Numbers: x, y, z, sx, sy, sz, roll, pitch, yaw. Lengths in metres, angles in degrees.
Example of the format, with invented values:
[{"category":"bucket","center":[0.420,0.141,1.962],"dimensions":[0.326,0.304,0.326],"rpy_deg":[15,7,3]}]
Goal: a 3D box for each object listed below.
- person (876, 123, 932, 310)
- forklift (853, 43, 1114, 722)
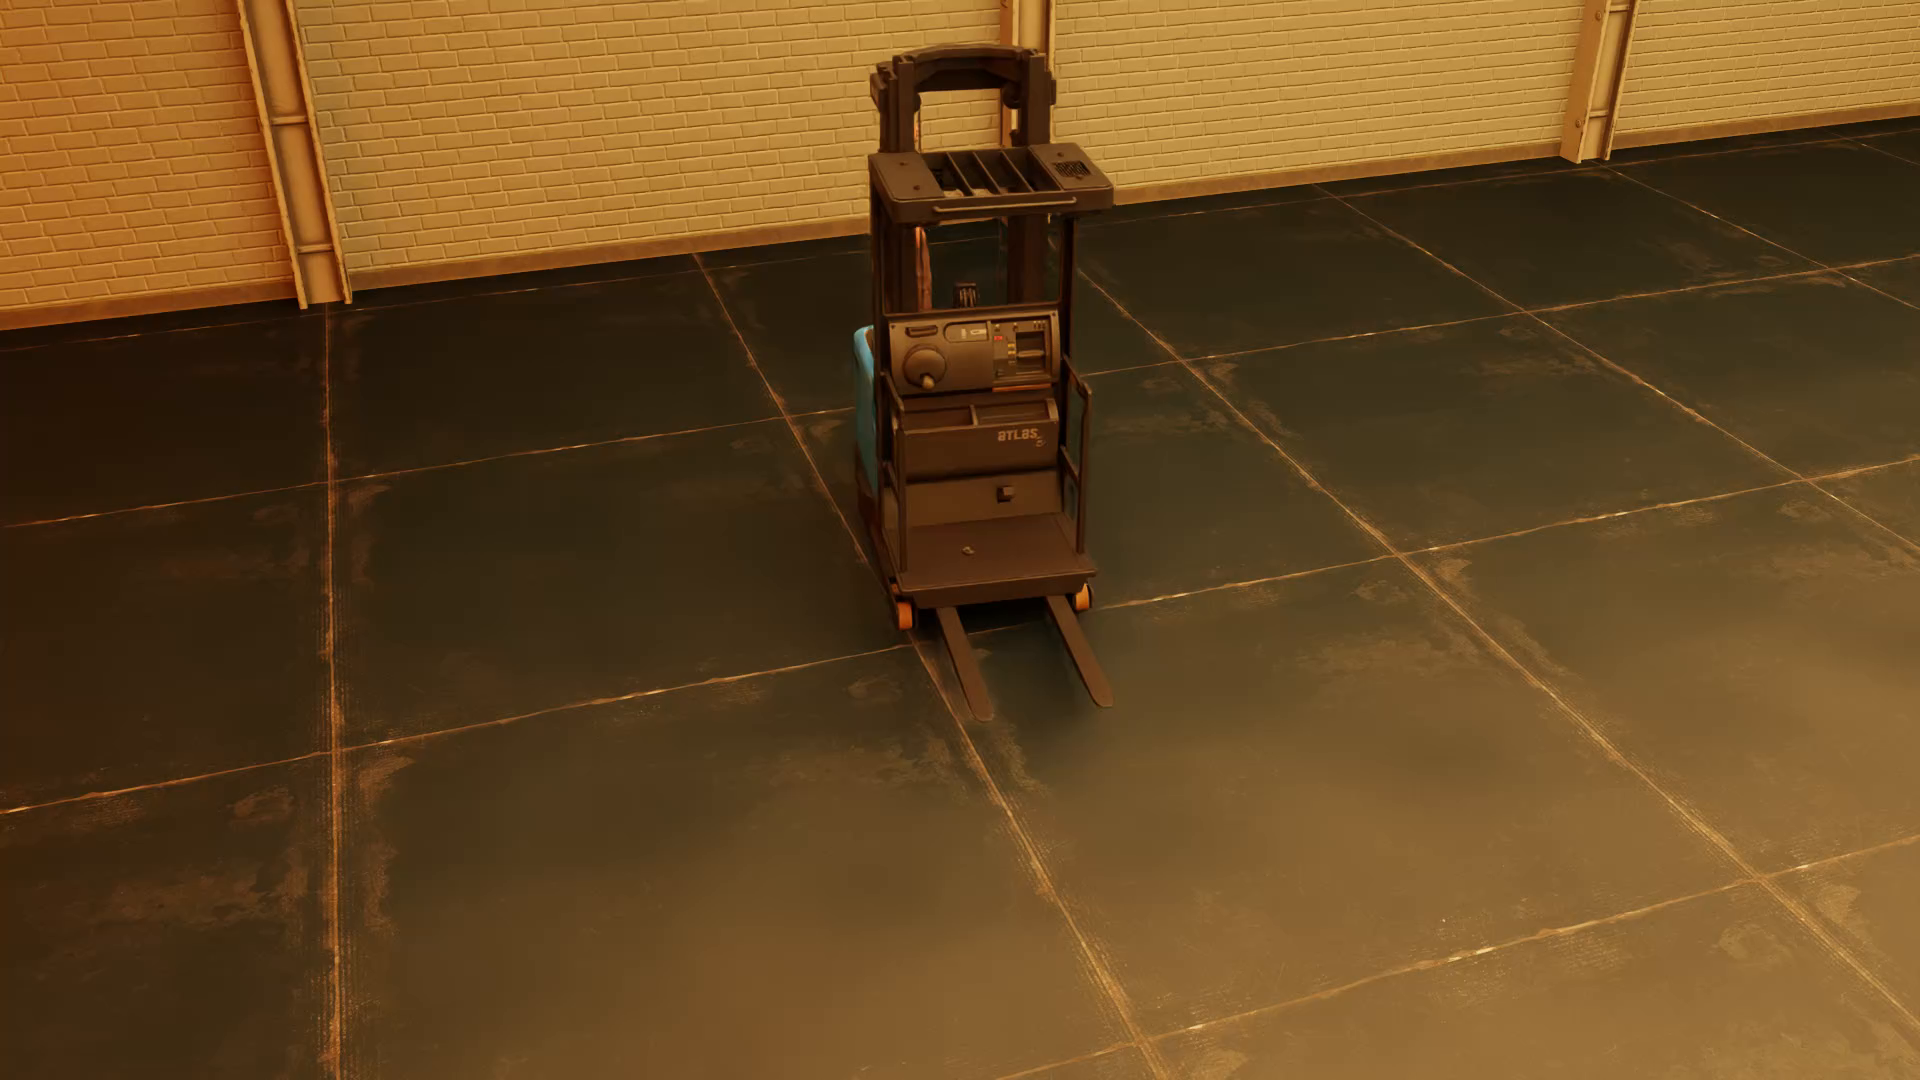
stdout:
[{"category":"person","center":[-0.343,-2.340,12.367],"dimensions":[0.544,1.721,0.688],"rpy_deg":[-8,31,-14]},{"category":"forklift","center":[0.125,-0.972,8.777],"dimensions":[1.130,2.935,3.031],"rpy_deg":[-6,30,-10]}]
